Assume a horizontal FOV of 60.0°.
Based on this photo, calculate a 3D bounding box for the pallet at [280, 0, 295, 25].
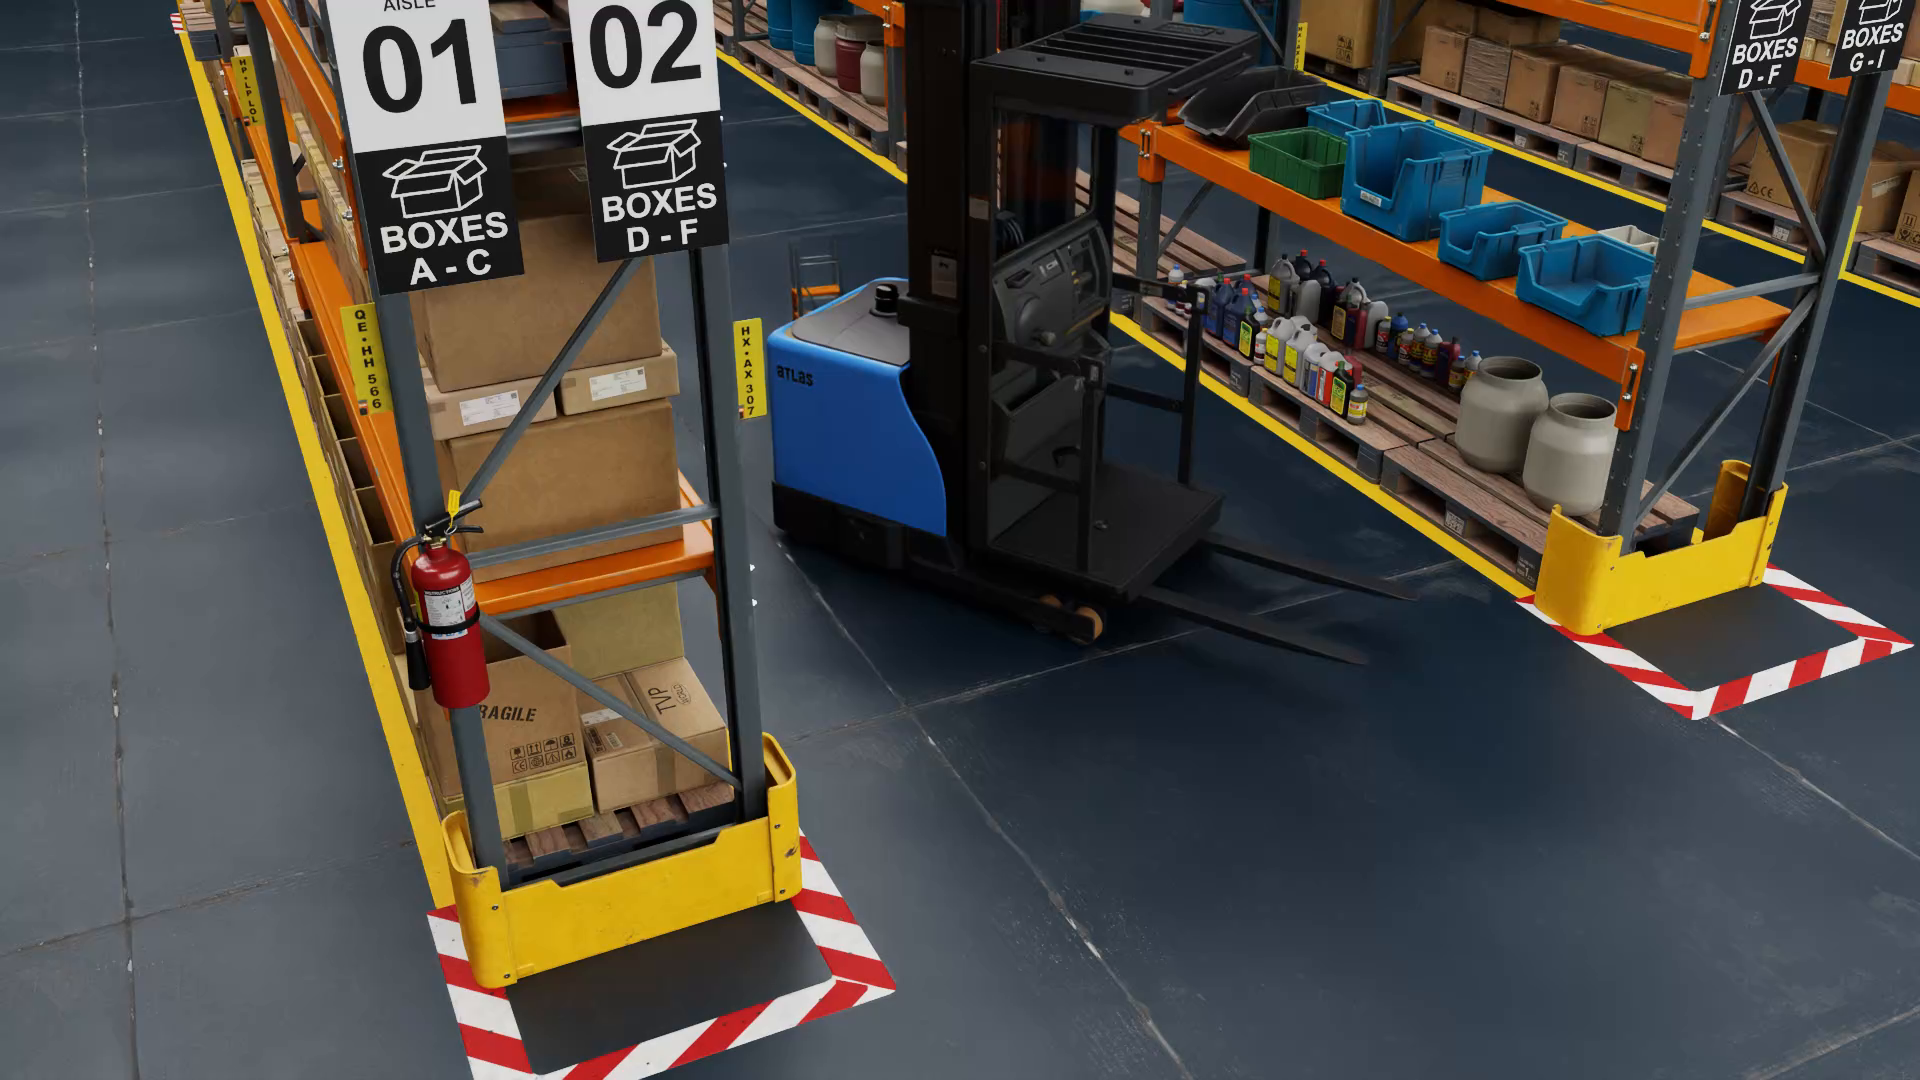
[{"bbox_3d":[-1.968,-2.131,6.007,1.003,0.211,1.213,-13,32,-22],"label":"pallet"}]

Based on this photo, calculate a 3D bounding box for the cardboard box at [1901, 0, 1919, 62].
[{"bbox_3d":[6.697,-3.383,10.809,0.875,0.500,0.500,-13,32,-22],"label":"cardboard box"}]

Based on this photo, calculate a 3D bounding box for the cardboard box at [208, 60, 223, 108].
[{"bbox_3d":[-6.324,-4.141,14.674,0.500,0.500,0.500,-15,32,-24],"label":"cardboard box"}]

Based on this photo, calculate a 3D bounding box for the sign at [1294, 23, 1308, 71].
[{"bbox_3d":[2.100,-3.040,10.322,0.100,0.325,0.005,-13,32,-22],"label":"sign"}]

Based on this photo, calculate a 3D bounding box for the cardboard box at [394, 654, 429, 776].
[{"bbox_3d":[-1.882,0.619,6.461,0.500,0.250,0.500,-13,32,-22],"label":"cardboard box"}]

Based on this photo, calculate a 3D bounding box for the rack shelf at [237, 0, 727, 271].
[{"bbox_3d":[-2.019,-1.882,6.207,1.077,0.370,4.000,-13,32,-22],"label":"rack shelf"}]

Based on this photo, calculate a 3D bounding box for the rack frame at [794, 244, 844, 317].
[{"bbox_3d":[-0.694,-0.925,8.624,0.240,1.200,0.006,-8,20,-14],"label":"rack frame"}]

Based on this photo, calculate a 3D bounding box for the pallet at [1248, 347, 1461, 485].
[{"bbox_3d":[2.376,-0.748,9.367,1.003,0.211,1.213,-13,32,-22],"label":"pallet"}]

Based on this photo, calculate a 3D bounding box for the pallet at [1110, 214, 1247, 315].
[{"bbox_3d":[1.226,-1.931,11.479,1.003,0.211,1.213,-13,32,-22],"label":"pallet"}]

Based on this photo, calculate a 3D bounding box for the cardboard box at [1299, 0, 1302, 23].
[{"bbox_3d":[3.701,-5.577,16.872,1.225,0.875,0.875,-13,32,-22],"label":"cardboard box"}]

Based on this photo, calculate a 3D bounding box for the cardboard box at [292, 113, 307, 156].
[{"bbox_3d":[-2.937,-1.938,7.873,0.380,0.149,0.250,-13,32,-22],"label":"cardboard box"}]

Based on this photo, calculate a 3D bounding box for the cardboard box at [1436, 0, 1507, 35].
[{"bbox_3d":[4.669,-4.755,15.002,0.500,0.250,0.500,-12,31,-20],"label":"cardboard box"}]

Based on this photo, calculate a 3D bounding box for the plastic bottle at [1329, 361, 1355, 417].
[{"bbox_3d":[2.064,-0.816,8.966,0.061,0.283,0.133,-12,32,-21],"label":"plastic bottle"}]

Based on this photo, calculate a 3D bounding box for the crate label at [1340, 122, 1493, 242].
[{"bbox_3d":[2.281,-1.814,8.381,0.502,0.435,0.616,-13,32,-22],"label":"crate label"}]

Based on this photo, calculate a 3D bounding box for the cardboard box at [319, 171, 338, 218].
[{"bbox_3d":[-2.497,-1.487,7.069,0.380,0.149,0.250,-14,32,-24],"label":"cardboard box"}]

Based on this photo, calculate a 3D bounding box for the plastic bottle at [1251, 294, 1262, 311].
[{"bbox_3d":[1.741,-1.328,9.892,0.097,0.271,0.097,0,29,0],"label":"plastic bottle"}]

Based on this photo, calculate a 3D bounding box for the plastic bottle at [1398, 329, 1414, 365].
[{"bbox_3d":[2.586,-1.119,9.590,0.097,0.201,0.097,0,29,0],"label":"plastic bottle"}]

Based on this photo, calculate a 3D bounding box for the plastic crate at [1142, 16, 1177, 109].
[{"bbox_3d":[1.114,-2.986,10.444,0.402,0.464,0.583,-13,32,-22],"label":"plastic crate"}]

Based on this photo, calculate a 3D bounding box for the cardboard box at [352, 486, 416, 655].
[{"bbox_3d":[-2.101,0.072,6.669,0.500,0.500,0.500,-13,32,-22],"label":"cardboard box"}]

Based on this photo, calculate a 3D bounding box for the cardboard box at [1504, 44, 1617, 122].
[{"bbox_3d":[5.159,-3.934,14.305,0.700,0.500,0.500,-10,31,-18],"label":"cardboard box"}]

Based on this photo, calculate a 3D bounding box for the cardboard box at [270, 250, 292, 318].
[{"bbox_3d":[-3.751,-1.567,9.786,0.500,0.311,0.500,-13,32,-22],"label":"cardboard box"}]

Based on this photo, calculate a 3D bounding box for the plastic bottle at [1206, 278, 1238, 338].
[{"bbox_3d":[1.570,-1.402,9.941,0.144,0.351,0.185,-12,32,-21],"label":"plastic bottle"}]

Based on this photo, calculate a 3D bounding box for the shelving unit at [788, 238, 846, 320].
[{"bbox_3d":[-0.718,-0.954,8.707,0.258,1.200,0.189,-8,20,-14],"label":"shelving unit"}]

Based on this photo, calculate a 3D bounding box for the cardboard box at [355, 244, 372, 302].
[{"bbox_3d":[-2.053,-1.031,6.256,0.380,0.149,0.250,-12,32,-21],"label":"cardboard box"}]

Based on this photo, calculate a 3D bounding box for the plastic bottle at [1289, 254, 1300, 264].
[{"bbox_3d":[2.103,-1.673,10.494,0.061,0.283,0.133,-11,31,-20],"label":"plastic bottle"}]

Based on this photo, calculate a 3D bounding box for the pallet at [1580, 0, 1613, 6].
[{"bbox_3d":[5.241,-4.666,13.701,1.003,0.211,1.213,-13,32,-22],"label":"pallet"}]

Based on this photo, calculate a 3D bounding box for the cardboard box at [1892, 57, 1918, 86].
[{"bbox_3d":[6.306,-3.136,11.032,0.380,0.149,0.250,-13,32,-22],"label":"cardboard box"}]

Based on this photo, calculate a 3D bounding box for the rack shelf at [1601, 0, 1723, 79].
[{"bbox_3d":[2.457,-2.920,8.059,1.077,0.370,4.000,-13,32,-22],"label":"rack shelf"}]

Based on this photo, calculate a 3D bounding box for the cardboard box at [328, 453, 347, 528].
[{"bbox_3d":[-2.742,-0.264,8.036,0.500,0.250,0.500,-13,32,-22],"label":"cardboard box"}]

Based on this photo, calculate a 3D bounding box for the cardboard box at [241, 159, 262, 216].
[{"bbox_3d":[-4.635,-2.473,11.402,0.500,0.311,0.500,-12,31,-20],"label":"cardboard box"}]

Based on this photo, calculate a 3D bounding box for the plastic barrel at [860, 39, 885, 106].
[{"bbox_3d":[-0.668,-4.117,14.640,0.421,0.512,0.421,0,29,0],"label":"plastic barrel"}]

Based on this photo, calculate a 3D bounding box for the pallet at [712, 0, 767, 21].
[{"bbox_3d":[-2.715,-5.983,18.704,1.003,0.211,1.213,-13,32,-22],"label":"pallet"}]

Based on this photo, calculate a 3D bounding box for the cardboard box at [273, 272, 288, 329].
[{"bbox_3d":[-3.970,-1.551,10.332,0.500,0.250,0.500,-12,32,-21],"label":"cardboard box"}]

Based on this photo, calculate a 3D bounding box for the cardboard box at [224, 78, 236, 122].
[{"bbox_3d":[-5.236,-3.354,12.504,0.500,0.250,0.500,-12,31,-20],"label":"cardboard box"}]

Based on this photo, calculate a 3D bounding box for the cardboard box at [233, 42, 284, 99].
[{"bbox_3d":[-4.385,-3.063,10.736,0.500,0.311,0.500,-13,32,-23],"label":"cardboard box"}]

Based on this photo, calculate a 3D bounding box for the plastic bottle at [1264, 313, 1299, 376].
[{"bbox_3d":[1.833,-1.131,9.458,0.144,0.351,0.185,-13,32,-22],"label":"plastic bottle"}]

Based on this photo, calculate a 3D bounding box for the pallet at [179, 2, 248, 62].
[{"bbox_3d":[-4.949,-3.738,12.046,1.213,0.211,1.003,-13,32,-22],"label":"pallet"}]

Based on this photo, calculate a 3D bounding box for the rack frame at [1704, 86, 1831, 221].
[{"bbox_3d":[6.071,-3.849,12.047,1.000,3.000,0.127,-13,32,-22],"label":"rack frame"}]

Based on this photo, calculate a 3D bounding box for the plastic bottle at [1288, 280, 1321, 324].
[{"bbox_3d":[2.094,-1.462,10.125,0.152,0.276,0.135,-13,32,-22],"label":"plastic bottle"}]

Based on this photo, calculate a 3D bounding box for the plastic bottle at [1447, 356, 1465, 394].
[{"bbox_3d":[2.774,-0.925,9.245,0.097,0.201,0.097,0,29,0],"label":"plastic bottle"}]

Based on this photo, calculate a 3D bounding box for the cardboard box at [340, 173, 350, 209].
[{"bbox_3d":[-2.035,-1.520,6.466,0.700,0.500,0.500,-13,32,-22],"label":"cardboard box"}]

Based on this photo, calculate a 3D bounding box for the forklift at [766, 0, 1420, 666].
[{"bbox_3d":[0.588,-1.108,7.230,3.031,2.935,1.130,18,34,28],"label":"forklift"}]

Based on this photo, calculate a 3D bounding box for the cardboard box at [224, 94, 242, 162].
[{"bbox_3d":[-5.430,-3.232,13.052,0.500,0.500,0.500,-14,32,-24],"label":"cardboard box"}]

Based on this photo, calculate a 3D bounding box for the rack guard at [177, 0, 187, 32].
[{"bbox_3d":[-7.996,-5.948,18.345,1.175,0.500,0.348,-13,32,-22],"label":"rack guard"}]

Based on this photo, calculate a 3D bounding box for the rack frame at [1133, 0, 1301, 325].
[{"bbox_3d":[1.598,-2.809,10.192,1.000,3.000,0.127,-13,32,-22],"label":"rack frame"}]

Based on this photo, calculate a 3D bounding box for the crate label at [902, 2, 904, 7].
[{"bbox_3d":[-0.277,-4.238,12.912,0.303,0.233,0.416,-13,32,-22],"label":"crate label"}]

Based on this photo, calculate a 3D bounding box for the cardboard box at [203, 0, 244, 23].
[{"bbox_3d":[-4.966,-4.019,11.818,0.700,0.500,0.500,-26,38,-38],"label":"cardboard box"}]

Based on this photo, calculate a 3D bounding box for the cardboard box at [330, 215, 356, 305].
[{"bbox_3d":[-2.449,-1.388,7.556,0.700,0.500,0.500,-13,32,-22],"label":"cardboard box"}]

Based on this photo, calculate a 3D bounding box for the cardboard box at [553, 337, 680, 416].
[{"bbox_3d":[-1.134,-0.549,5.396,0.380,0.149,0.250,-13,32,-22],"label":"cardboard box"}]

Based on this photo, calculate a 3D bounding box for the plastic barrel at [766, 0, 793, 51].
[{"bbox_3d":[-1.618,-5.367,16.470,0.600,0.901,0.708,-13,32,-22],"label":"plastic barrel"}]

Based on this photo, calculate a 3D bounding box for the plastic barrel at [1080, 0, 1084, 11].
[{"bbox_3d":[0.885,-3.852,11.914,0.433,0.535,0.433,0,29,0],"label":"plastic barrel"}]

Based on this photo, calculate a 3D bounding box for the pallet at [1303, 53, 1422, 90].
[{"bbox_3d":[4.084,-4.764,16.529,1.003,0.211,1.213,-13,32,-22],"label":"pallet"}]

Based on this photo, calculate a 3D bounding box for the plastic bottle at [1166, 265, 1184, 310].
[{"bbox_3d":[1.339,-1.578,10.337,0.097,0.271,0.097,0,29,0],"label":"plastic bottle"}]

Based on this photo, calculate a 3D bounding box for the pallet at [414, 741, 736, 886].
[{"bbox_3d":[-1.526,0.884,6.458,1.003,0.211,1.213,-13,32,-22],"label":"pallet"}]

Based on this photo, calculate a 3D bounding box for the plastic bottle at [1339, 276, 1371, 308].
[{"bbox_3d":[2.356,-1.394,9.928,0.144,0.351,0.185,-13,32,-22],"label":"plastic bottle"}]

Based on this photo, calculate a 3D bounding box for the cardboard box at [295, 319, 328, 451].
[{"bbox_3d":[-2.961,-0.811,8.244,0.500,0.500,0.500,-13,32,-22],"label":"cardboard box"}]

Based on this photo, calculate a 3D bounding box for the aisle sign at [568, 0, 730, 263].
[{"bbox_3d":[-0.855,-1.173,4.617,0.394,0.787,0.004,-13,32,-22],"label":"aisle sign"}]
